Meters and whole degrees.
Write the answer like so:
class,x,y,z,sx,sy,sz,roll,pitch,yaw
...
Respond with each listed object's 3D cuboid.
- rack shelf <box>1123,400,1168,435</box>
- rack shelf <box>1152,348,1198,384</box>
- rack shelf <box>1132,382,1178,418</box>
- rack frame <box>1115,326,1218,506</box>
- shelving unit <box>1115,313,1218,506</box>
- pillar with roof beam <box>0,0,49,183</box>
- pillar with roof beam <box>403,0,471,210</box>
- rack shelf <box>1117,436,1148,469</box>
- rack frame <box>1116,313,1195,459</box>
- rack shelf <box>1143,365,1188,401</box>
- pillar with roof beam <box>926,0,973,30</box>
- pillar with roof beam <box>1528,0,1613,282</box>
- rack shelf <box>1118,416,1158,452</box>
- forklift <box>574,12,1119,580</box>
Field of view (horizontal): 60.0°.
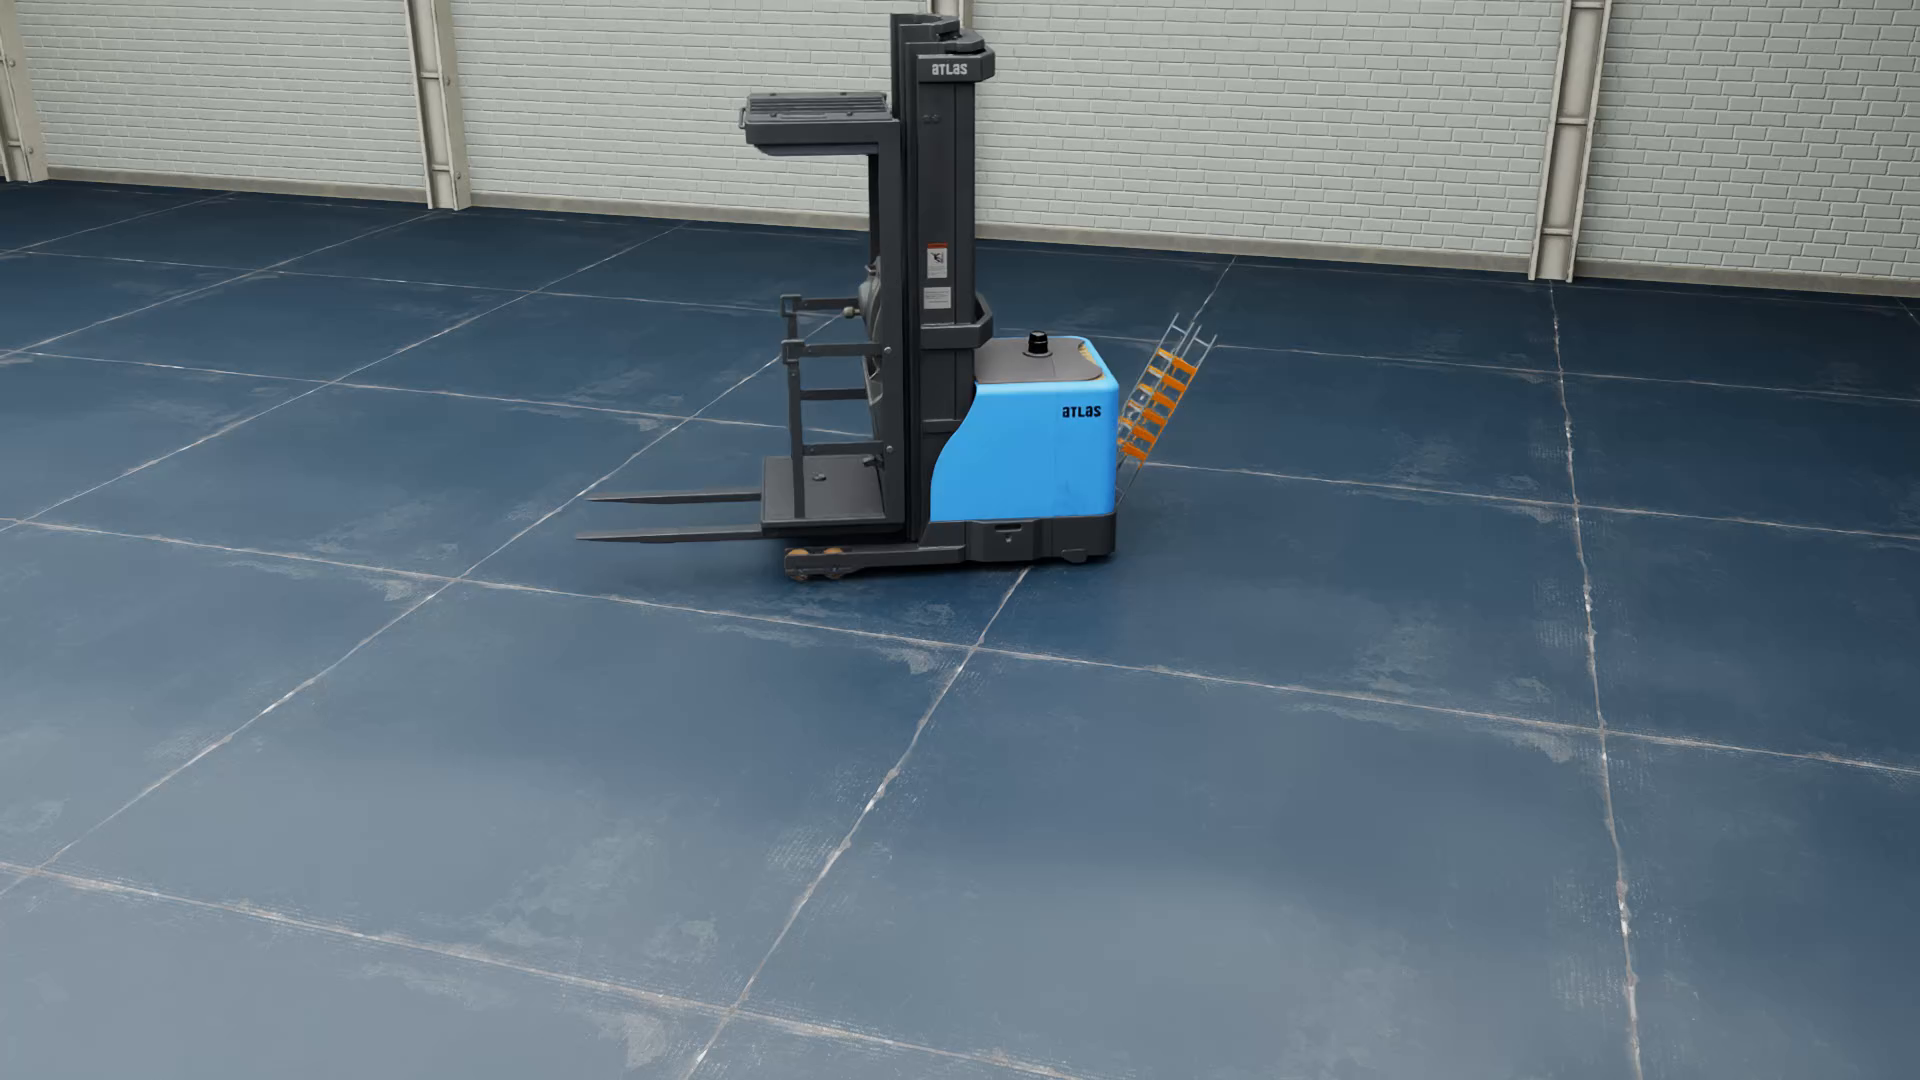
class,x,y,z,sx,sy,sz,roll,pitch,yaw
rack shelf,1.135,-0.765,10.244,0.180,0.103,0.258,24,11,-26
rack shelf,1.309,-1.073,10.180,0.180,0.103,0.258,24,11,-26
rack shelf,1.193,-0.867,10.223,0.180,0.103,0.258,24,11,-26
rack frame,1.231,-0.769,10.277,0.006,1.200,0.240,24,11,-26
shelving unit,1.157,-0.803,10.236,0.189,1.200,0.258,24,11,-26
pillar with roof beam,-12.839,-7.083,15.179,0.400,9.000,9.100,7,23,16
pillar with roof beam,-7.095,-6.425,13.576,0.400,9.000,9.100,7,23,16
rack shelf,1.019,-0.559,10.287,0.180,0.103,0.258,24,11,-26
rack frame,1.082,-0.836,10.195,0.006,1.200,0.240,24,11,-26
rack shelf,1.251,-0.970,10.201,0.180,0.103,0.258,24,11,-26
pillar with roof beam,-1.350,-5.767,11.972,0.400,9.000,9.100,7,23,16
pillar with roof beam,4.394,-5.109,10.369,0.400,9.000,9.100,7,23,16
rack shelf,1.077,-0.662,10.265,0.180,0.103,0.258,24,11,-26
forklift,-0.667,-1.346,9.189,3.031,2.935,1.130,-2,22,-6
